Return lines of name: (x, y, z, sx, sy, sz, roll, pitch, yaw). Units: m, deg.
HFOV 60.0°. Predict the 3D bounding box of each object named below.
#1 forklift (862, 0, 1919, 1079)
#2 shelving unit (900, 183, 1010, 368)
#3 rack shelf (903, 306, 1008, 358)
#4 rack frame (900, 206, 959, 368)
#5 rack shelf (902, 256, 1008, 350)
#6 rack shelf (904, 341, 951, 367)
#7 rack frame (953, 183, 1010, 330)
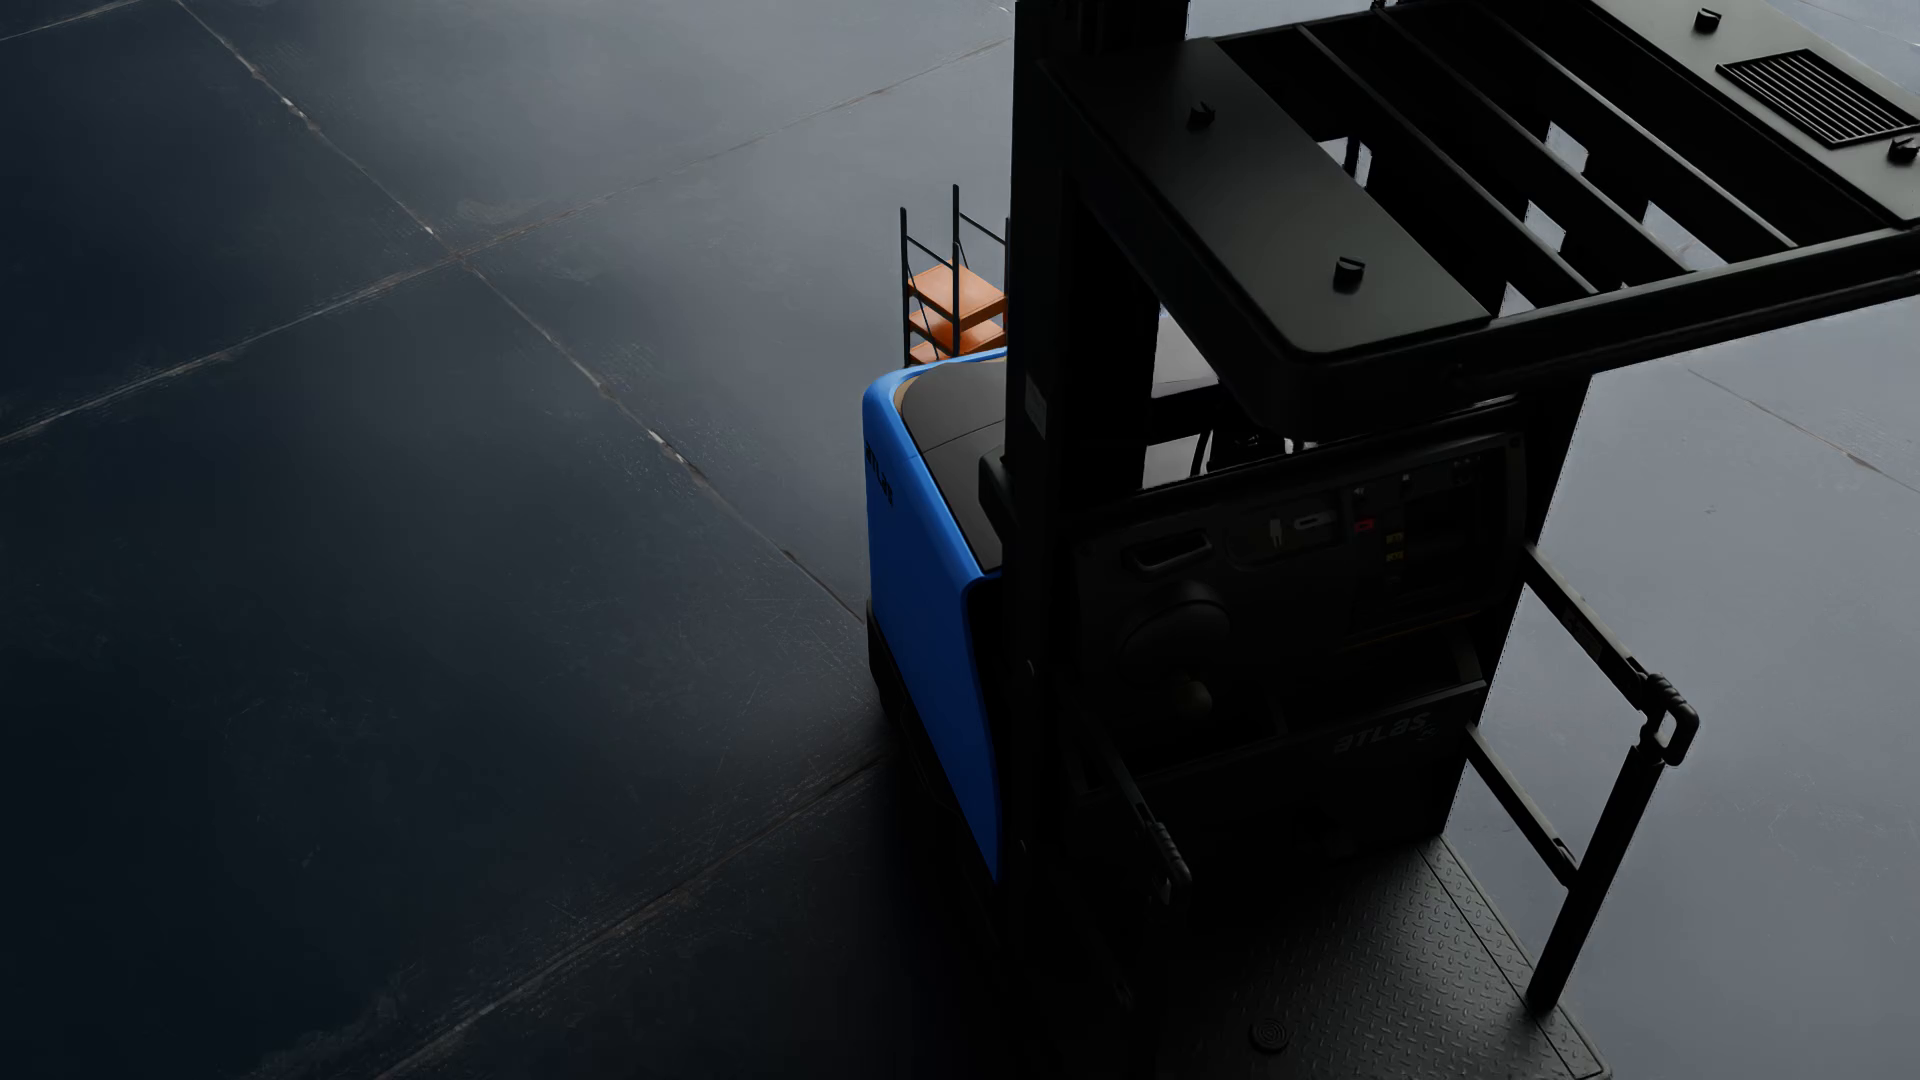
forklift: (0.719, 0.146, 2.953, 1.130, 2.935, 3.031, -14, 45, -14)
shelving unit: (-0.011, -0.431, 4.832, 0.189, 1.200, 0.258, -30, 51, -28)
rack shelf: (-0.011, -0.574, 4.699, 0.180, 0.103, 0.258, -30, 51, -28)
rack frame: (-0.081, -0.391, 4.790, 0.006, 1.200, 0.240, -30, 51, -28)
rack shelf: (-0.011, -0.661, 4.616, 0.180, 0.103, 0.258, -30, 51, -28)
rack shelf: (-0.011, -0.486, 4.781, 0.180, 0.103, 0.258, -30, 51, -28)
rack frame: (0.059, -0.471, 4.875, 0.006, 1.200, 0.240, -30, 51, -28)
